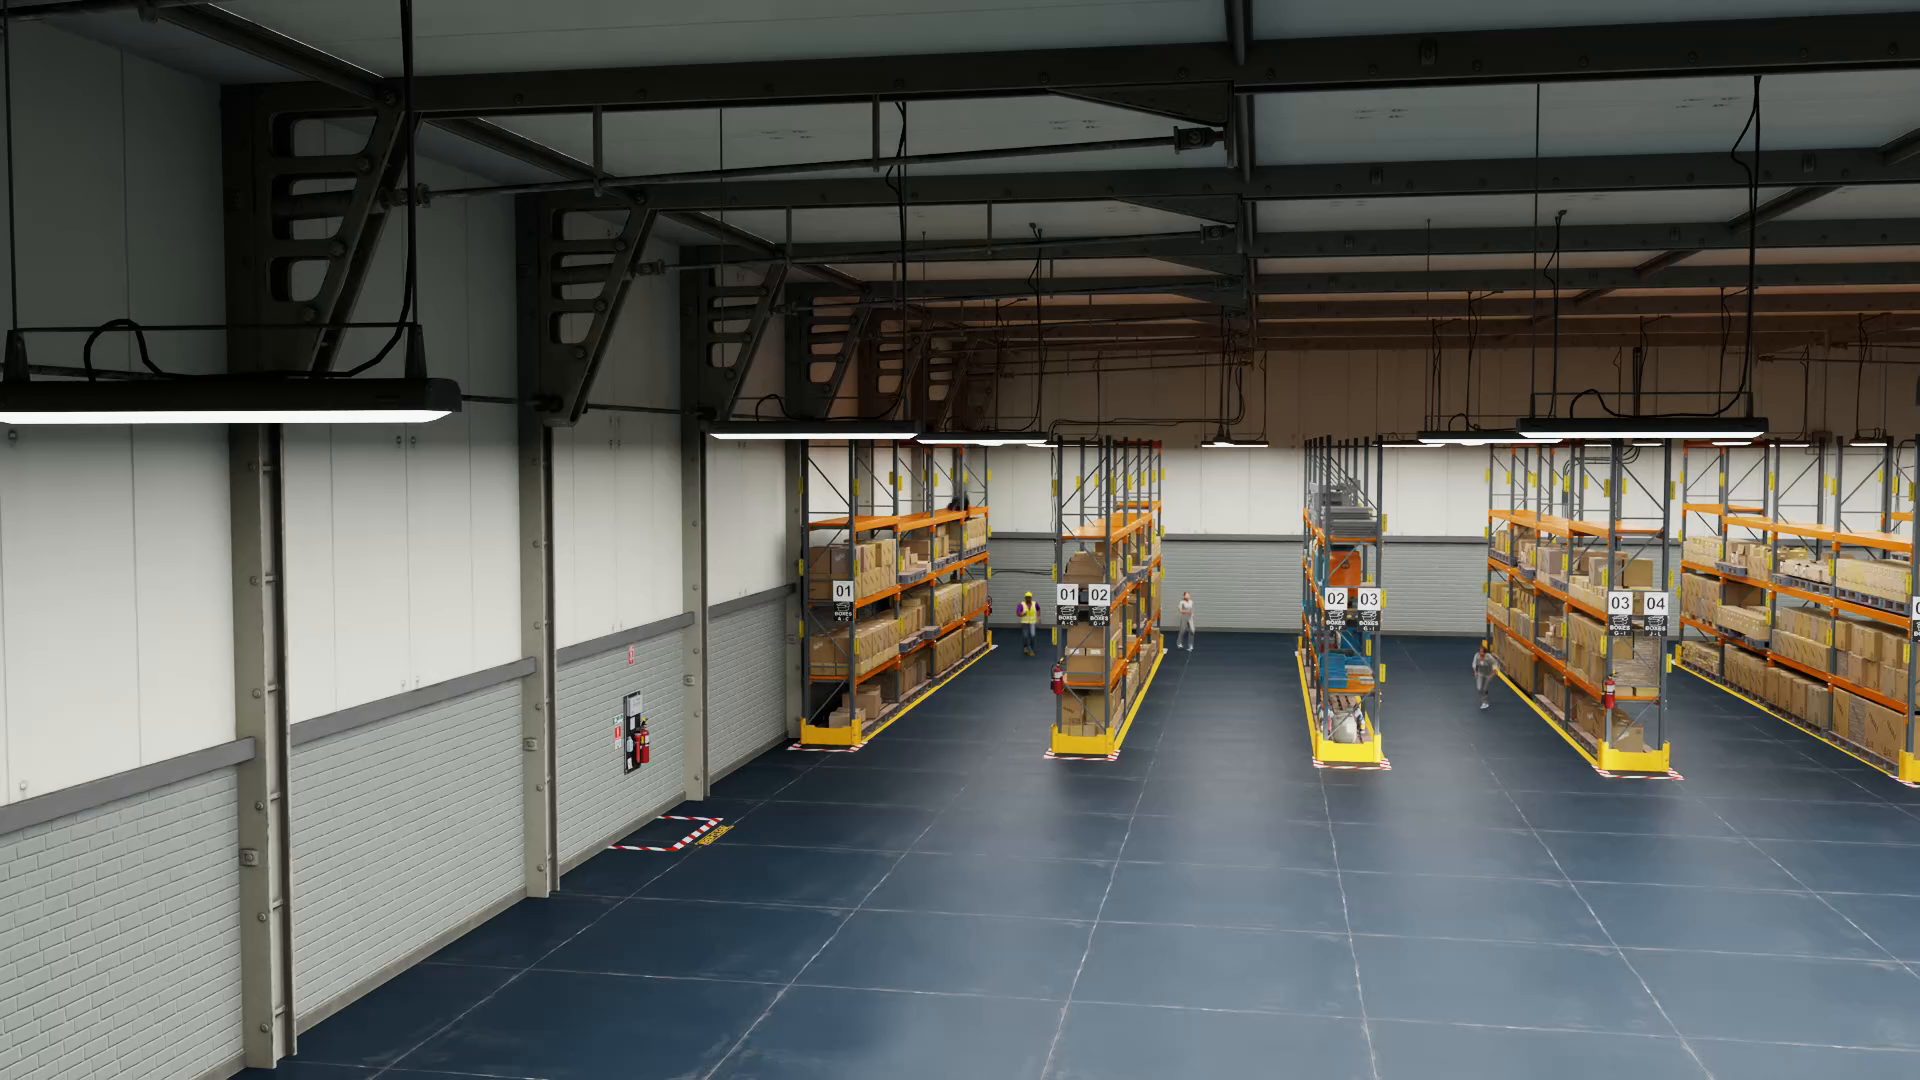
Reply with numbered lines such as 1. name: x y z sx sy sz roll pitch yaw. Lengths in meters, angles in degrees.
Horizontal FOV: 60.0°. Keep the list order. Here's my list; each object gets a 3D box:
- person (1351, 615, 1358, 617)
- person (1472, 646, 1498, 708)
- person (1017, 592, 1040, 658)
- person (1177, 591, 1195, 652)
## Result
1. person: 11.592 2.357 49.165 0.981 1.440 0.536 3 4 44
2. person: 11.660 3.042 36.883 0.553 1.383 0.854 2 3 26
3. person: 1.903 2.348 46.124 0.681 1.824 0.846 0 3 -3
4. person: 6.459 2.319 47.480 0.551 1.723 0.837 -1 3 -19
